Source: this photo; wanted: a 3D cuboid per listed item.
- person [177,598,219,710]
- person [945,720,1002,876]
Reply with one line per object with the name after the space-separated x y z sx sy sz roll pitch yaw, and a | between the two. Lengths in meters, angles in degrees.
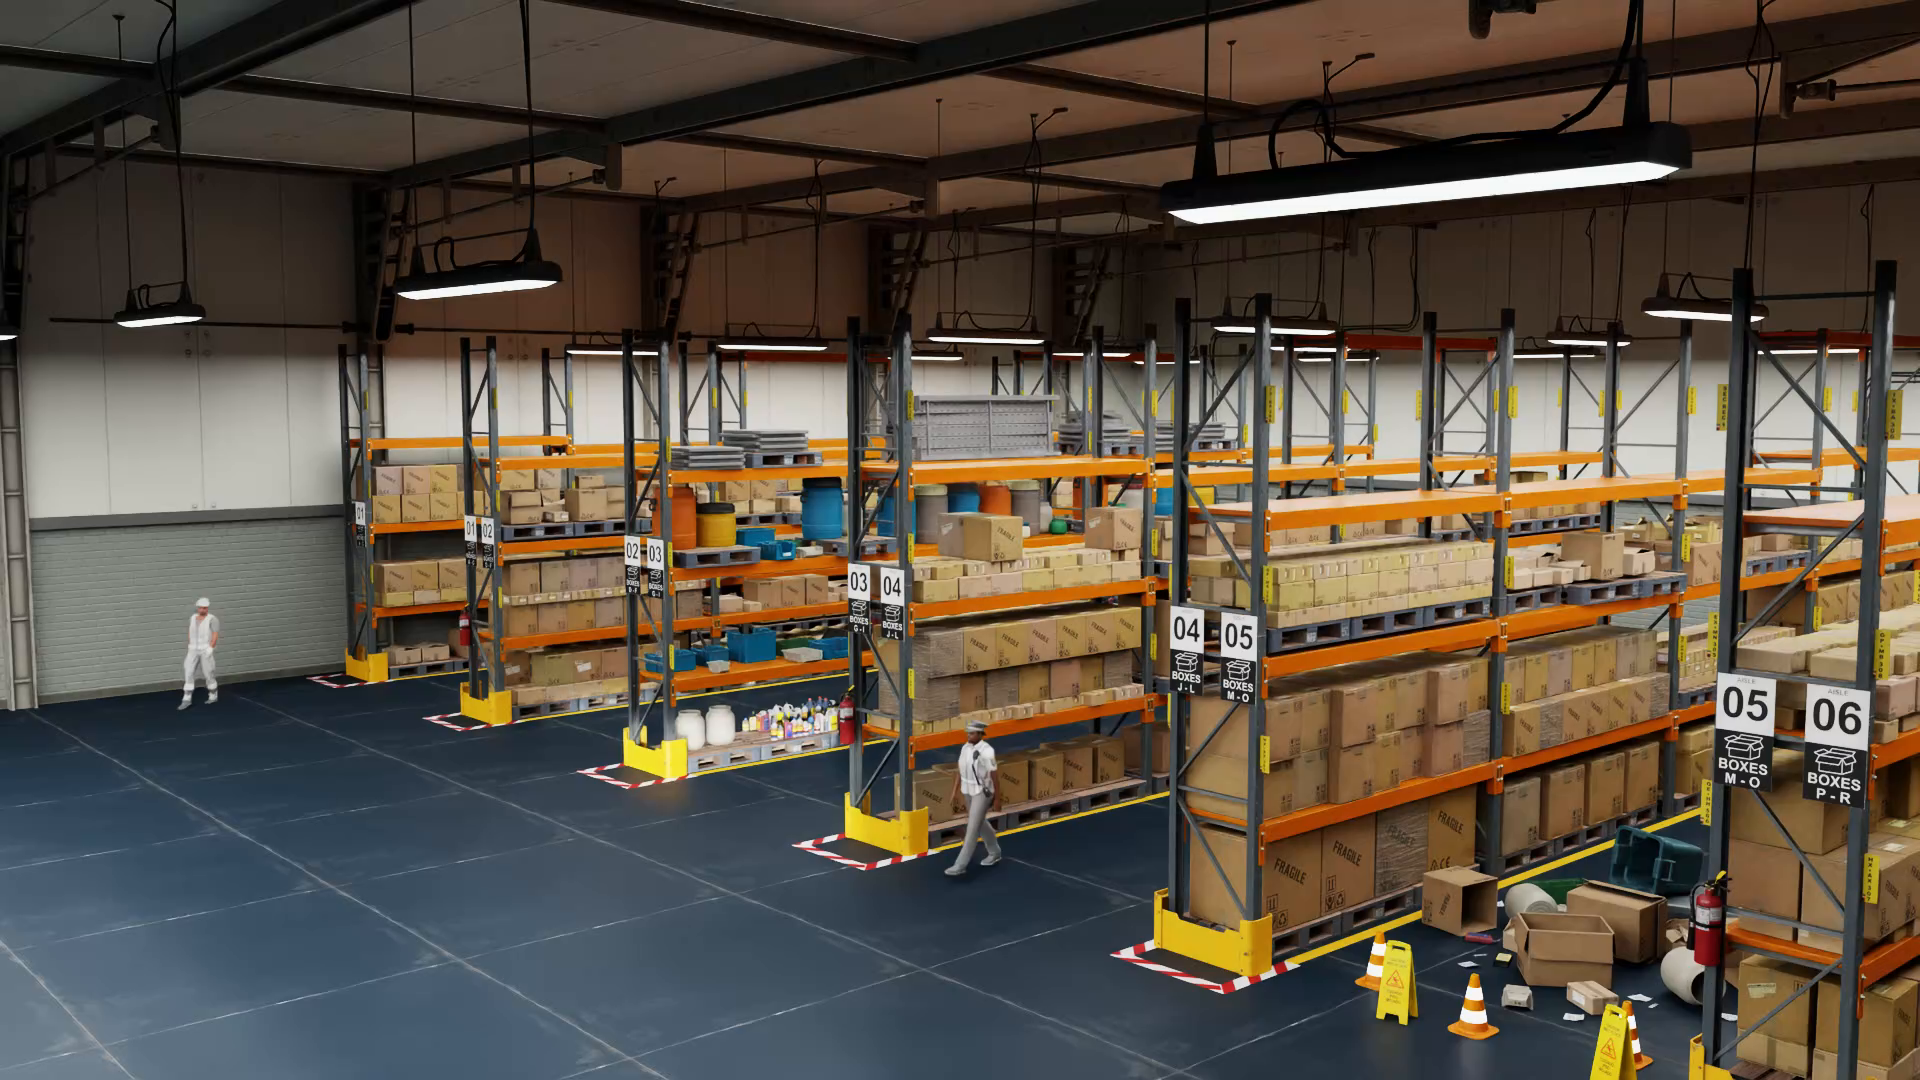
-12.472 1.854 27.222 0.559 1.790 0.795 0 5 1 | person
0.107 2.731 17.799 0.956 1.636 0.481 -4 7 -39 | person
